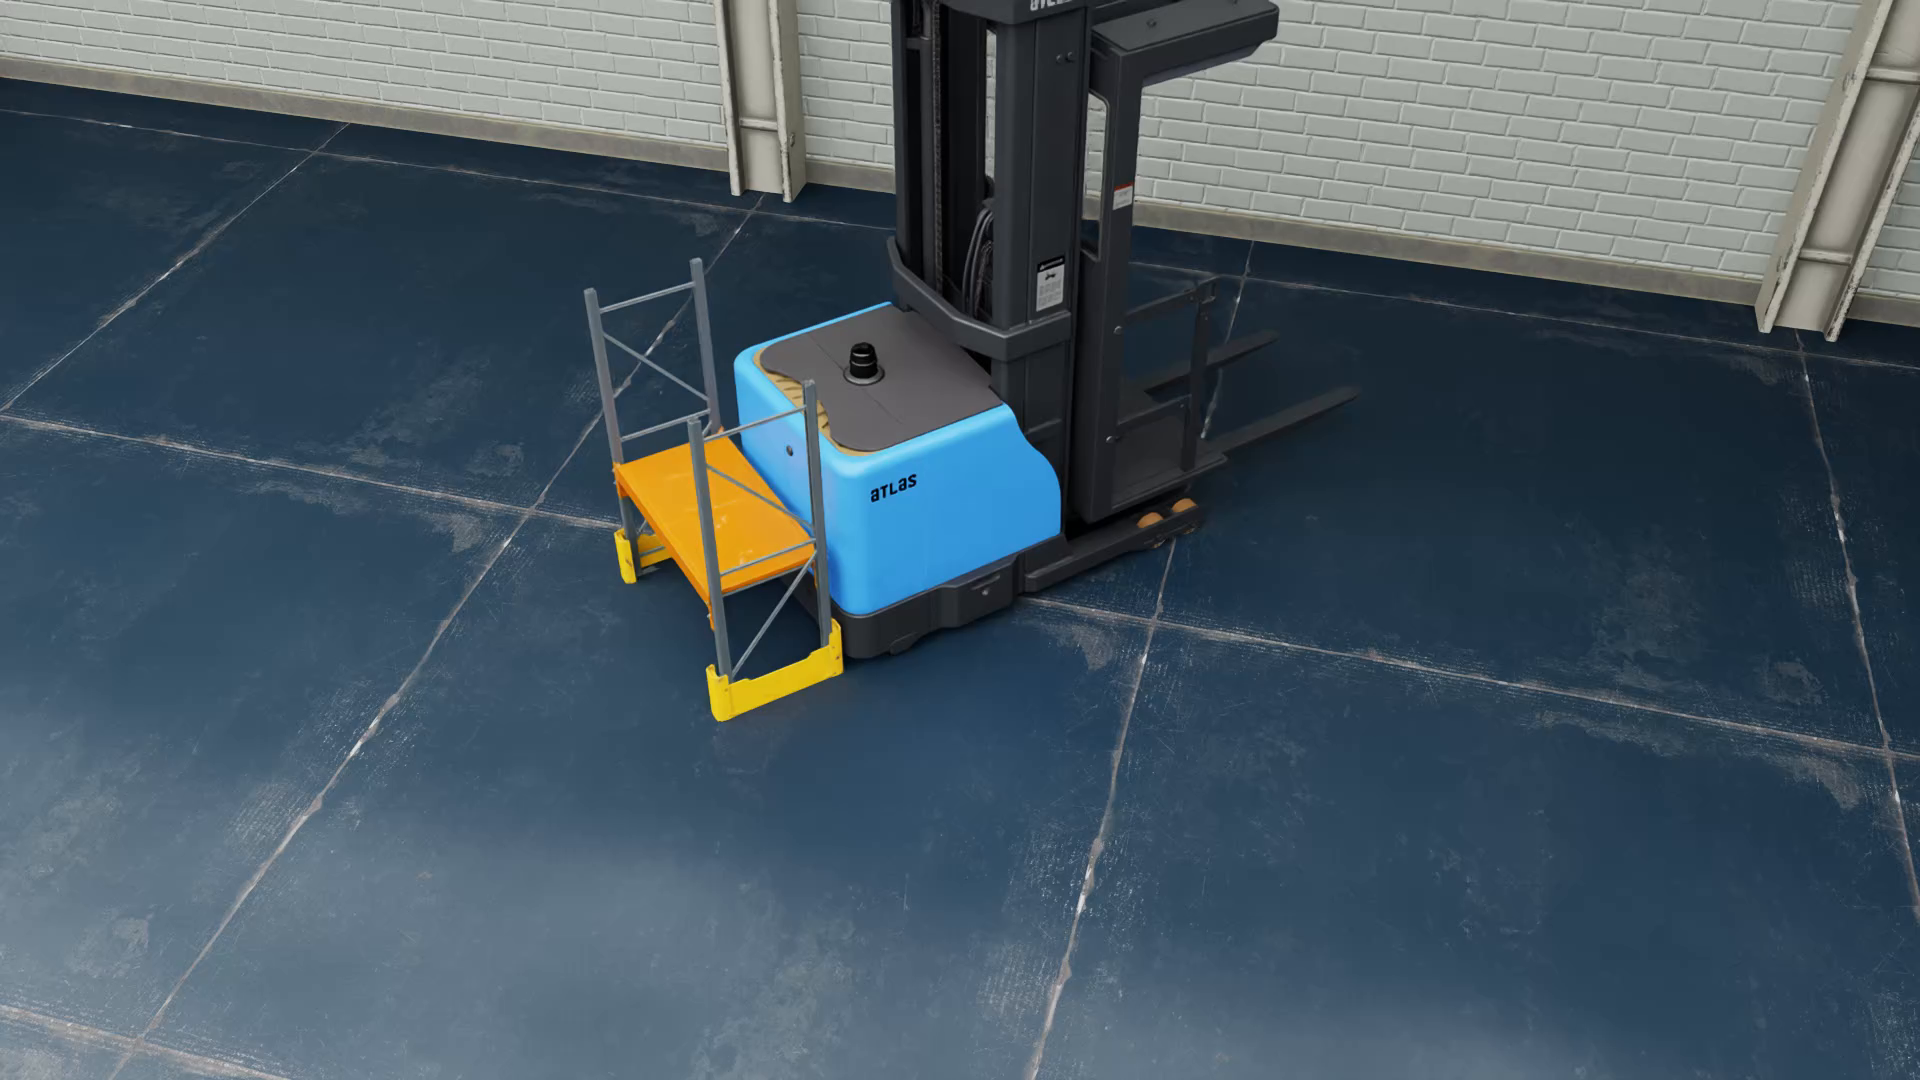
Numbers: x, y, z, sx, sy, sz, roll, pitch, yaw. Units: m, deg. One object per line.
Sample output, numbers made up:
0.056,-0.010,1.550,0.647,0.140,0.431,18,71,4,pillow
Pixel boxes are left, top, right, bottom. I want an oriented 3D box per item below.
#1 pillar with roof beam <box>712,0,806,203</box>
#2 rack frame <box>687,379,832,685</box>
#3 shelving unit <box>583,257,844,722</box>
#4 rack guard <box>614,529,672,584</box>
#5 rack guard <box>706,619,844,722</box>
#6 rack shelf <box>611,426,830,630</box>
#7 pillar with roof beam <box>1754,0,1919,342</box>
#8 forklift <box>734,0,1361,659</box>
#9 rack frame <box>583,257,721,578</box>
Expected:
-2.298,-2.973,4.293,0.400,9.000,9.100,10,41,11,pillar with roof beam
-0.753,0.072,6.498,0.500,1.500,0.032,-21,44,-23,rack frame
-1.017,-0.214,6.839,0.587,1.500,1.083,-21,44,-23,shelving unit
-1.271,-0.011,7.569,0.587,0.250,0.087,-21,44,-23,rack guard
-0.762,0.540,6.913,0.587,0.250,0.087,-21,44,-23,rack guard
-1.012,-0.072,6.949,0.538,0.185,1.000,-21,44,-23,rack shelf
3.498,-1.976,3.105,0.400,9.000,9.100,10,41,11,pillar with roof beam
0.545,-1.347,7.075,3.031,2.935,1.130,-22,45,-24,forklift
-1.272,-0.490,7.168,0.500,1.500,0.032,-21,44,-23,rack frame
